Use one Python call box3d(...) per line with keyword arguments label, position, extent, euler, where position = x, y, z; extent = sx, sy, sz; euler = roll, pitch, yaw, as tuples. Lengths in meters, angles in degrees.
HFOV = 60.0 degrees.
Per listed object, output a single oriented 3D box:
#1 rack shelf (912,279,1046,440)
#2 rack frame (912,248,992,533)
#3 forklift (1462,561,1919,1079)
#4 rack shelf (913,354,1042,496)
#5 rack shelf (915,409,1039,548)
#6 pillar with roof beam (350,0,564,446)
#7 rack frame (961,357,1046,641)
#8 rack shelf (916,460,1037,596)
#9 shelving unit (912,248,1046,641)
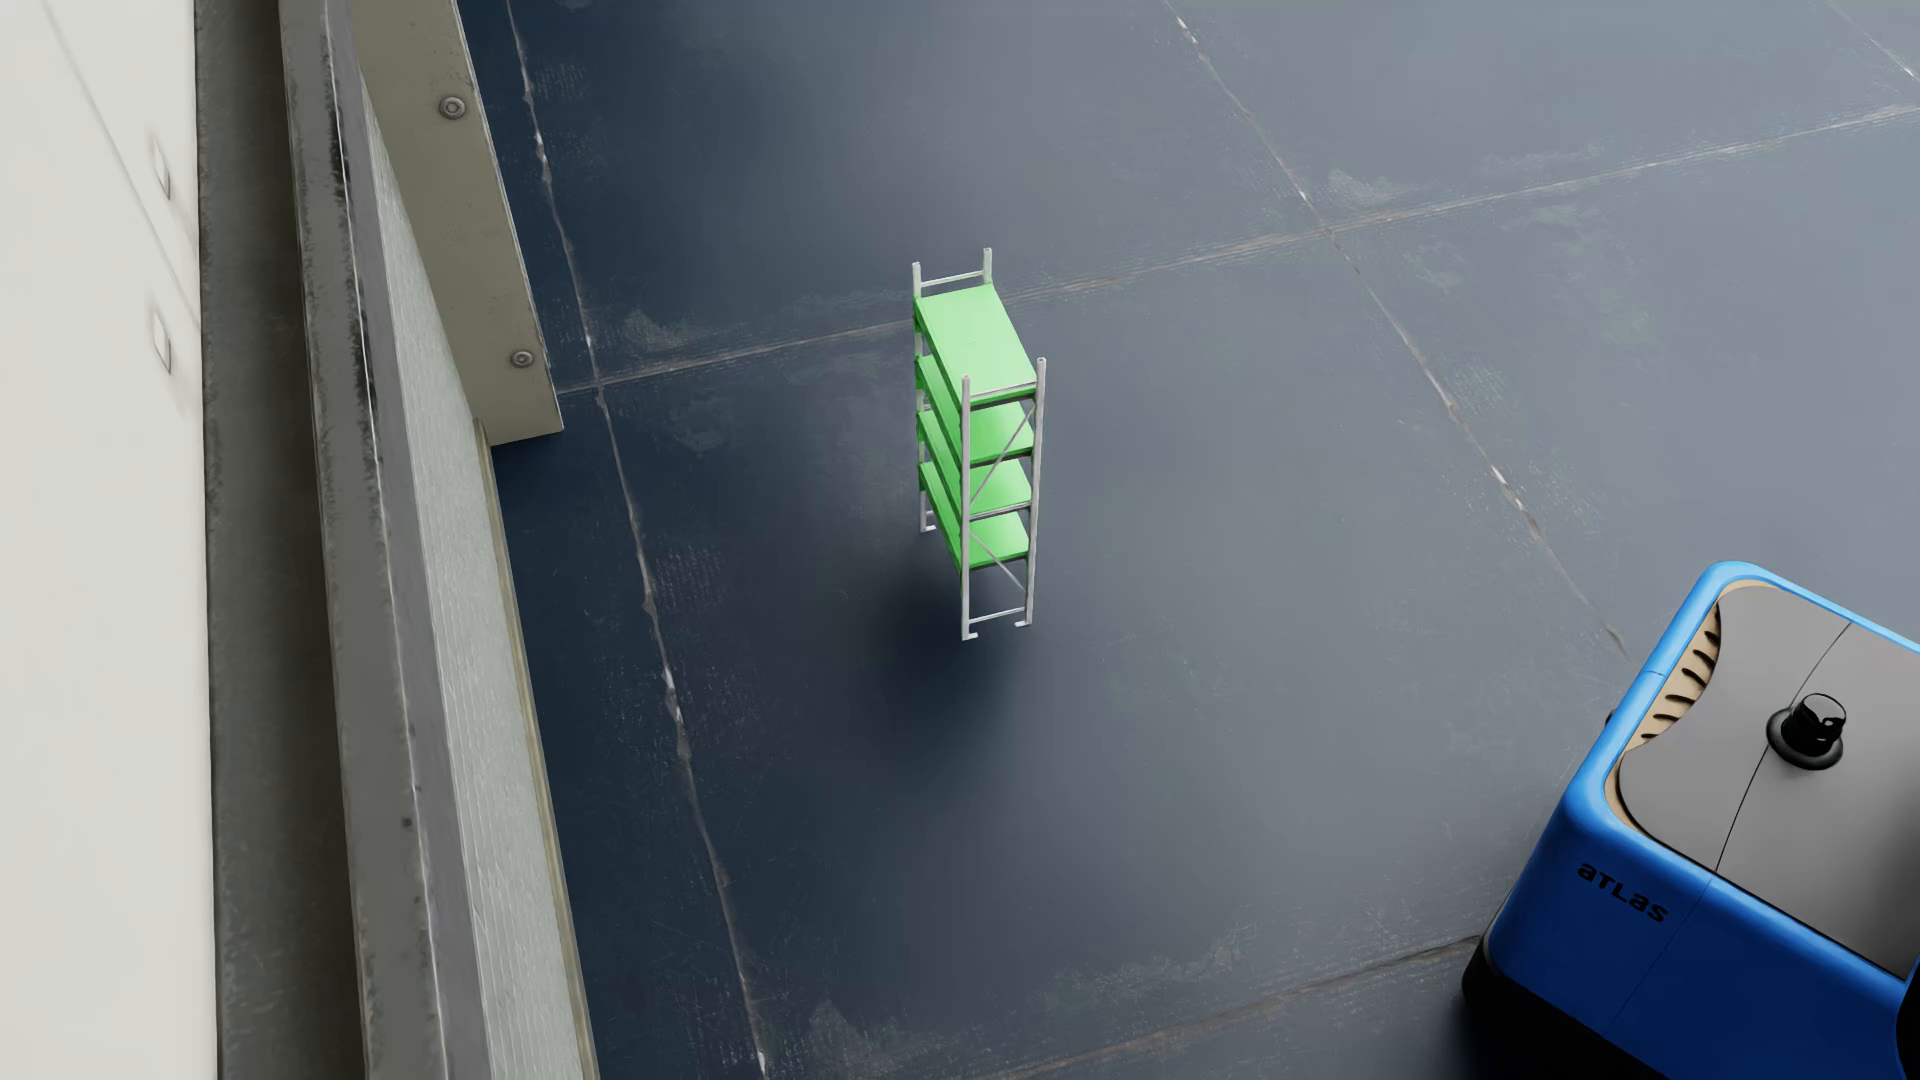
box3d(label="rack shelf", position=(0.049, -0.534, 4.871), extent=(0.258, 0.148, 0.480), euler=(-13, 51, -11))
box3d(label="rack frame", position=(-0.023, -0.444, 5.340), extent=(0.240, 1.200, 0.015), euler=(-13, 51, -11))
box3d(label="forklift", position=(2.865, 0.761, 3.192), extent=(3.031, 2.935, 1.130), euler=(31, 56, 23))
box3d(label="rack shelf", position=(0.049, -0.379, 5.055), extent=(0.258, 0.148, 0.480), euler=(-13, 51, -11))
box3d(label="rack shelf", position=(0.049, -0.225, 5.238), extent=(0.258, 0.148, 0.480), euler=(-13, 51, -11))
box3d(label="pillar with roof beam", position=(2.458, -4.386, 3.562), extent=(9.100, 9.000, 0.400), euler=(-13, 51, -11))
box3d(label="rack frame", position=(0.121, -0.088, 5.039), extent=(0.240, 1.200, 0.015), euler=(-13, 51, -11))
box3d(label="rack shelf", position=(0.049, -0.070, 5.422), extent=(0.258, 0.148, 0.480), euler=(-13, 51, -11))
box3d(label="shelving unit", position=(0.049, -0.266, 5.189), extent=(0.258, 1.200, 0.503), euler=(-13, 51, -11))
